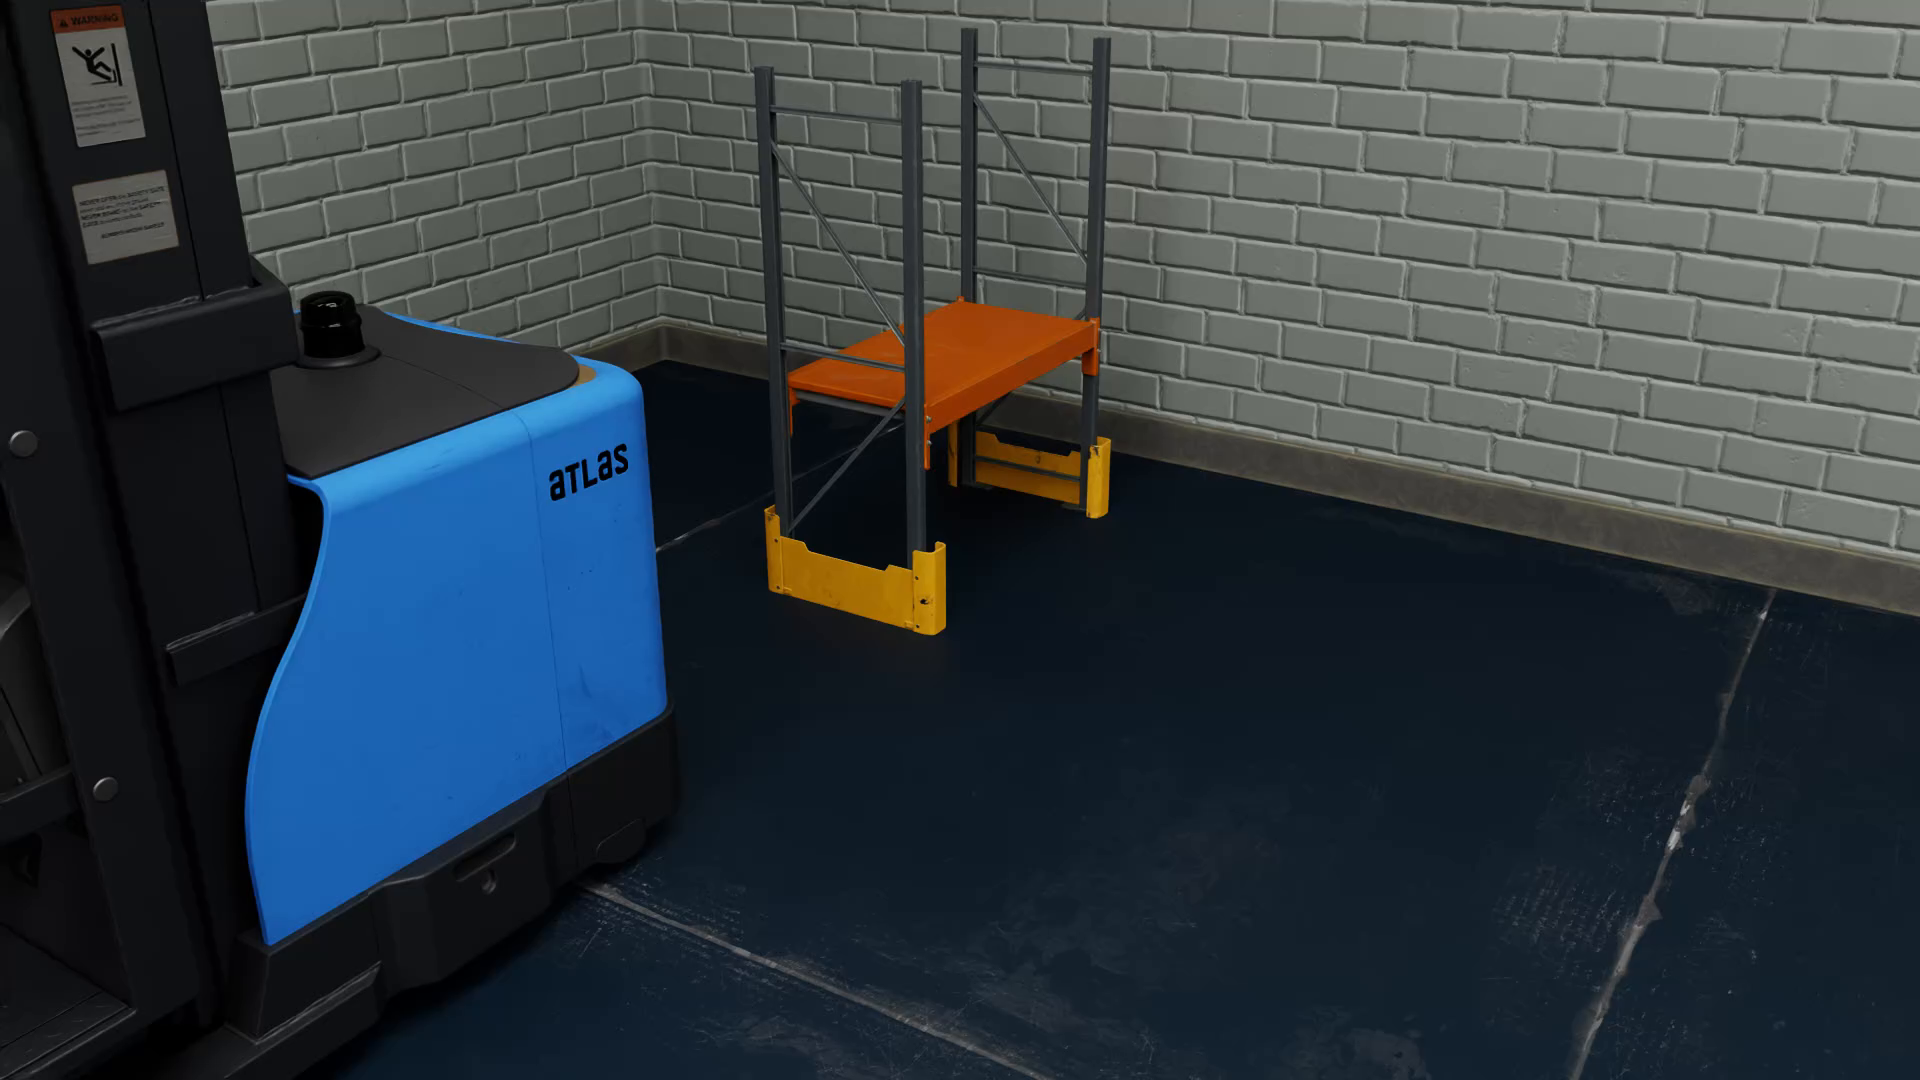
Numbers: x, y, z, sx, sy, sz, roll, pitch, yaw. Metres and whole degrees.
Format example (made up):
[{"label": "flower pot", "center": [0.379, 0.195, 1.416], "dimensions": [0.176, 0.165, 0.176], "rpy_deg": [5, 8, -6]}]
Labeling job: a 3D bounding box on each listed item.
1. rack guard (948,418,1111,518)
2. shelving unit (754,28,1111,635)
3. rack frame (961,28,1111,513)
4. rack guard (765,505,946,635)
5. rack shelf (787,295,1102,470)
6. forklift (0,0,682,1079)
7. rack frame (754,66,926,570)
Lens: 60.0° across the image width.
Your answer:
[{"label": "rack guard", "center": [0.222, -0.257, 5.529], "dimensions": [0.587, 0.250, 0.087], "rpy_deg": [14, 27, 29]}, {"label": "shelving unit", "center": [-0.040, -0.663, 4.893], "dimensions": [0.587, 1.500, 1.083], "rpy_deg": [14, 27, 29]}, {"label": "rack frame", "center": [0.223, -0.831, 5.282], "dimensions": [0.500, 1.500, 0.032], "rpy_deg": [14, 27, 29]}, {"label": "rack guard", "center": [-0.303, 0.079, 4.753], "dimensions": [0.587, 0.250, 0.087], "rpy_deg": [14, 27, 29]}, {"label": "rack shelf", "center": [-0.045, -0.494, 4.957], "dimensions": [0.538, 0.185, 1.000], "rpy_deg": [14, 27, 29]}, {"label": "forklift", "center": [-1.861, -0.324, 2.310], "dimensions": [1.130, 2.935, 3.031], "rpy_deg": [15, 28, 31]}, {"label": "rack frame", "center": [-0.313, -0.488, 4.489], "dimensions": [0.500, 1.500, 0.032], "rpy_deg": [14, 27, 29]}]
